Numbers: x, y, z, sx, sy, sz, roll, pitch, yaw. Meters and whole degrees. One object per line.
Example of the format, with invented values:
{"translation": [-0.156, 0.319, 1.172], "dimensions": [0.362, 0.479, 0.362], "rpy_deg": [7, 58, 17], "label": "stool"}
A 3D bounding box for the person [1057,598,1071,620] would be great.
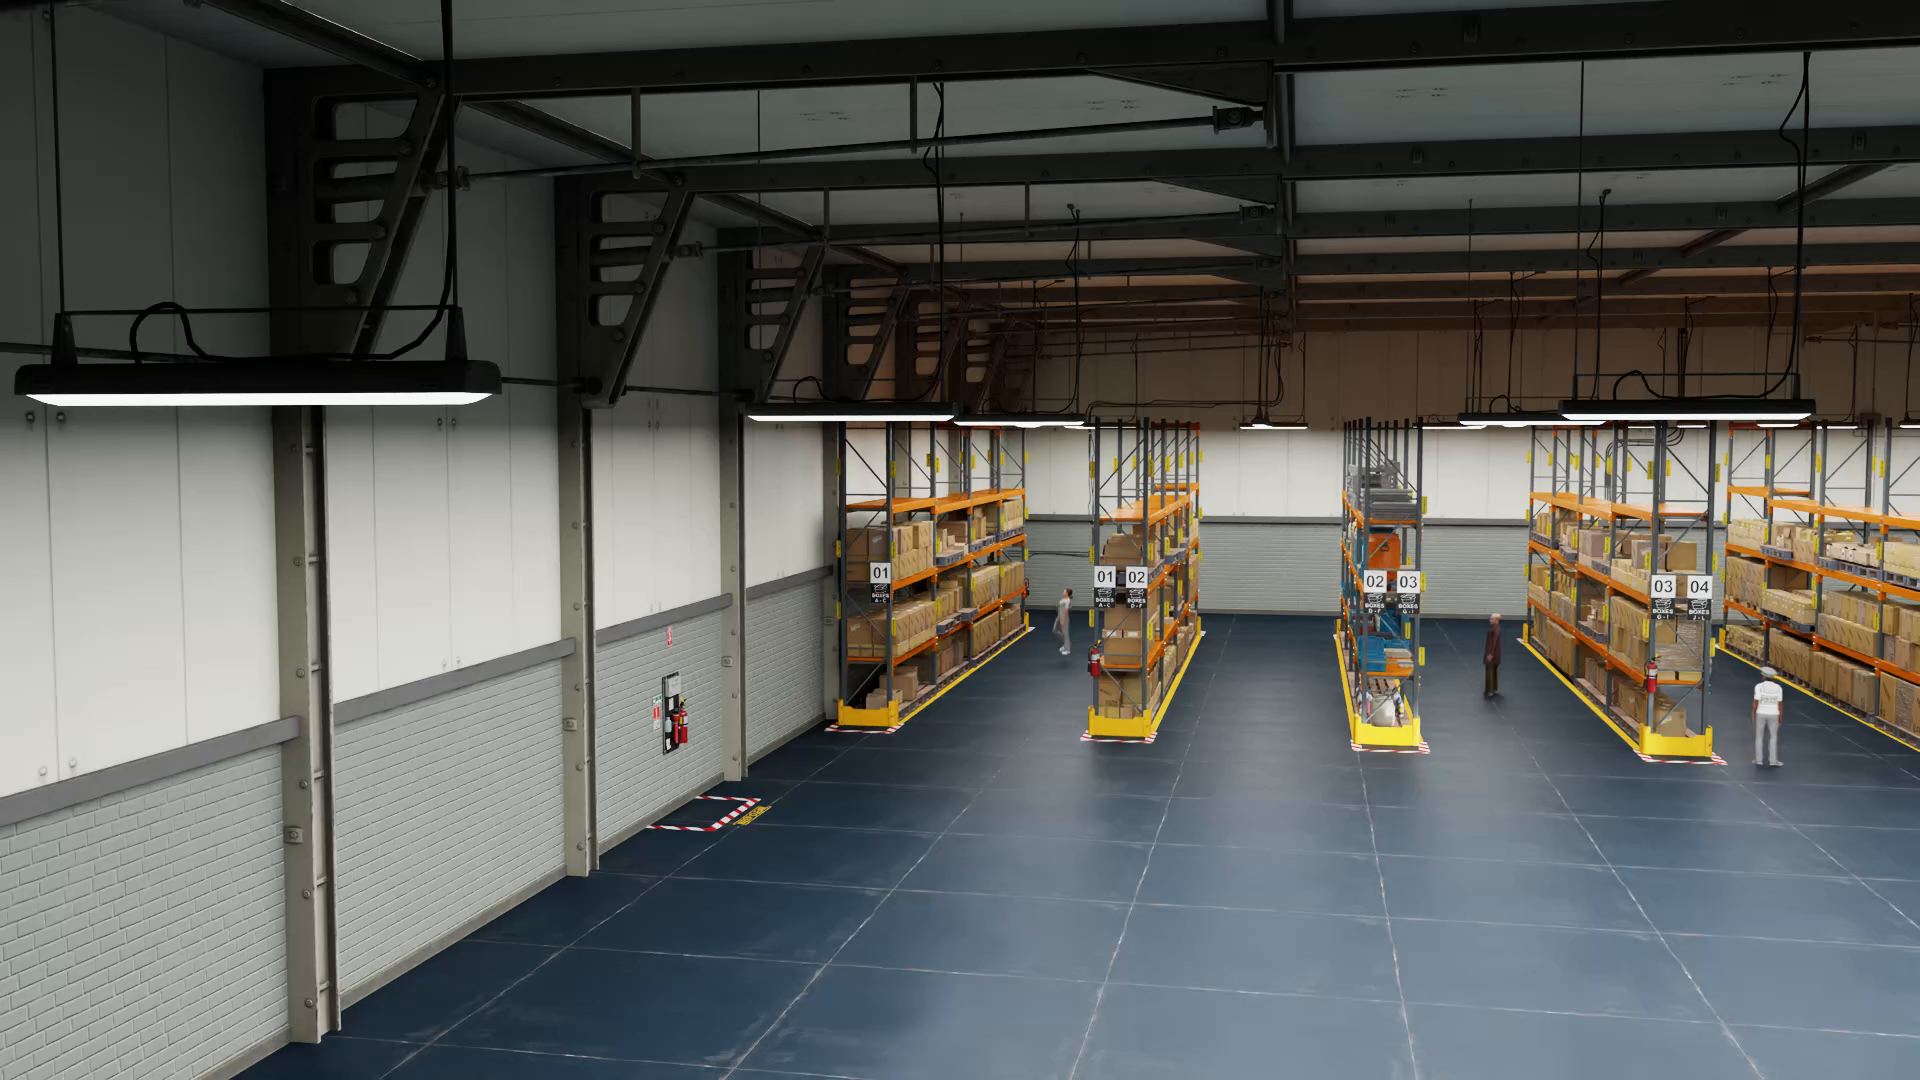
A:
{"translation": [2.596, 1.708, 41.465], "dimensions": [0.349, 0.554, 0.484], "rpy_deg": [-1, 4, -21], "label": "person"}

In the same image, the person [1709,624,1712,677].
{"translation": [17.470, 2.328, 39.151], "dimensions": [0.402, 1.778, 0.549], "rpy_deg": [-2, 4, -24], "label": "person"}

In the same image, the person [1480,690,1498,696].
{"translation": [11.501, 3.306, 36.285], "dimensions": [0.378, 0.140, 0.431], "rpy_deg": [2, 4, 33], "label": "person"}
